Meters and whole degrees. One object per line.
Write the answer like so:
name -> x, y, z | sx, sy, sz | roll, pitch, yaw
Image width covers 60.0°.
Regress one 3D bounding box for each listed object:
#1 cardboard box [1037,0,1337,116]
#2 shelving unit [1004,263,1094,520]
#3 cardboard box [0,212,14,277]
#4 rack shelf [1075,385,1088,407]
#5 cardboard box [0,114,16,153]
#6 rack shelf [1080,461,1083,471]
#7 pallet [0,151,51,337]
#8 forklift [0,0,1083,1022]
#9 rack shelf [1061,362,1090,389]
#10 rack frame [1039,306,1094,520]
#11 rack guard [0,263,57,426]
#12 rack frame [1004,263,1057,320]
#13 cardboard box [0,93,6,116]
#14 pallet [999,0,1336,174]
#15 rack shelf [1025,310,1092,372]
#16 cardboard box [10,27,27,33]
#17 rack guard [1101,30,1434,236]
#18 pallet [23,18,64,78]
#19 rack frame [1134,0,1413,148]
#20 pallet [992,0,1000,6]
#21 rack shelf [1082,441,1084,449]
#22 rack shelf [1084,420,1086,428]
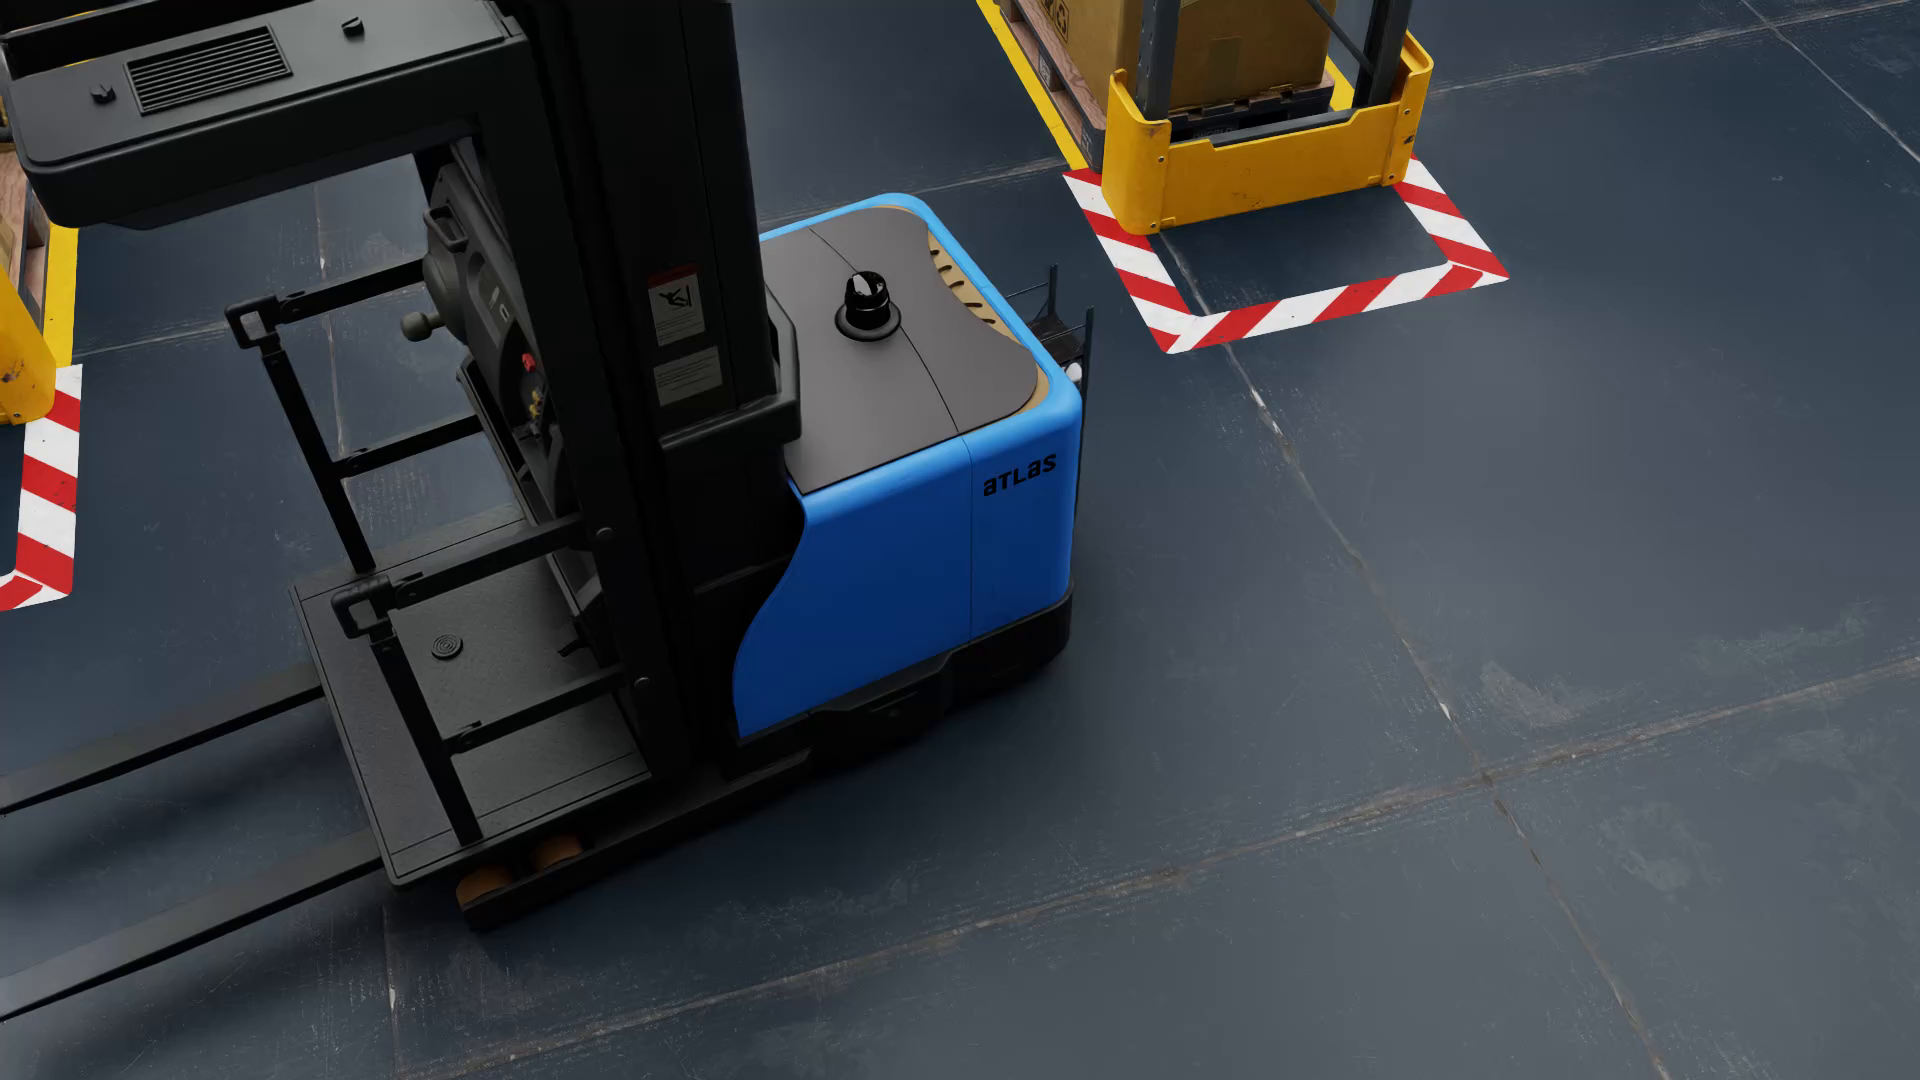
cardboard box -> 0.861, -2.265, 6.312 | 0.875, 0.875, 0.875 | -13, 51, -11
shelving unit -> 0.217, -0.385, 4.986 | 0.258, 0.900, 0.210 | -22, 53, -18
cardboard box -> -3.490, -0.989, 5.712 | 0.380, 0.149, 0.250 | -12, 51, -10
rack shelf -> 0.217, -0.421, 4.942 | 0.258, 0.077, 0.200 | -22, 53, -18
cardboard box -> -3.697, -1.553, 6.187 | 0.380, 0.149, 0.250 | -13, 51, -11
rack shelf -> 0.217, -0.247, 5.148 | 0.258, 0.077, 0.200 | -22, 53, -18
pallet -> -3.870, -1.075, 6.019 | 1.003, 0.211, 1.213 | -13, 51, -11
forklift -> -1.222, -0.400, 3.670 | 3.031, 2.935, 1.130 | -22, 53, -18
rack shelf -> 0.218, -0.480, 4.873 | 0.258, 0.077, 0.200 | -22, 53, -18
rack frame -> 0.265, -0.316, 4.928 | 0.240, 0.900, 0.006 | -22, 53, -18
rack guard -> -3.664, -0.567, 5.401 | 1.175, 0.500, 0.348 | -13, 51, -11
rack frame -> 0.169, -0.453, 5.043 | 0.240, 0.900, 0.006 | -22, 53, -18
cardboard box -> -3.707, -1.654, 6.078 | 0.380, 0.149, 0.250 | -12, 51, -10
pallet -> 0.816, -2.032, 6.825 | 1.003, 0.211, 1.213 | -13, 51, -11
rack shelf -> 0.218, -0.538, 4.805 | 0.258, 0.077, 0.200 | -22, 53, -18
cardboard box -> -3.854, -1.919, 6.496 | 0.380, 0.149, 0.250 | -16, 52, -13
rack guard -> 1.134, -1.542, 6.223 | 1.175, 0.500, 0.348 | -13, 51, -11
pallet -> -4.227, -1.965, 6.768 | 1.003, 0.211, 1.213 | -13, 51, -11
rack frame -> 1.127, -2.365, 5.282 | 1.000, 3.000, 0.127 | -13, 51, -11
pallet -> 0.458, -2.922, 7.575 | 1.003, 0.211, 1.213 | -13, 51, -11
rack shelf -> 0.217, -0.305, 5.080 | 0.258, 0.077, 0.200 | -22, 53, -18
rack shelf -> 0.217, -0.363, 5.011 | 0.258, 0.077, 0.200 | -22, 53, -18
